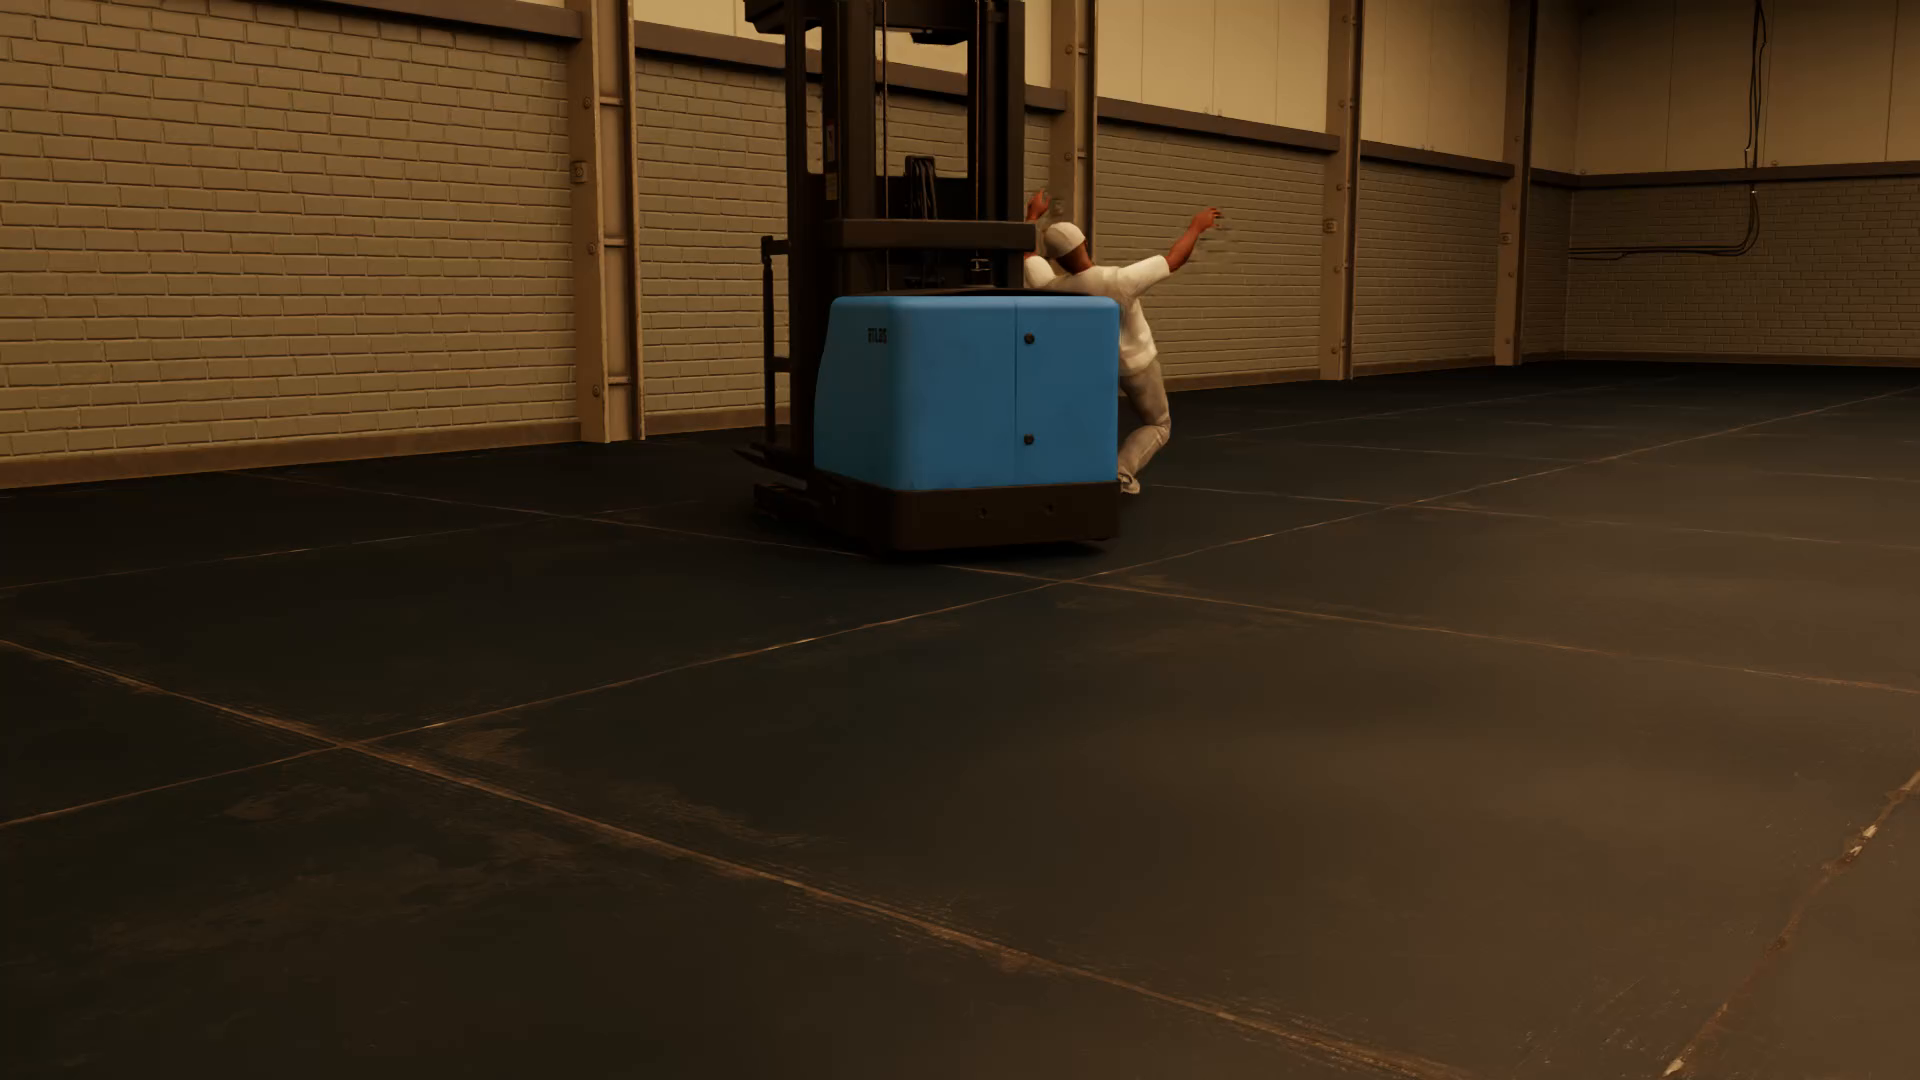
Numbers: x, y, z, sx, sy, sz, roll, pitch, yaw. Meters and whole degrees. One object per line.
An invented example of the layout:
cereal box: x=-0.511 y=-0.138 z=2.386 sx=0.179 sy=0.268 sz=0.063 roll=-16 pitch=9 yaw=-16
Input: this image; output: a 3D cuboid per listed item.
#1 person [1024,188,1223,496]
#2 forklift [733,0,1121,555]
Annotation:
person: x=0.778 y=-1.023 z=8.684 sx=1.035 sy=1.645 sz=0.743 roll=4 pitch=9 yaw=25
forklift: x=-0.370 y=-1.562 z=7.957 sx=1.130 sy=2.935 sz=3.031 roll=-4 pitch=9 yaw=-23
